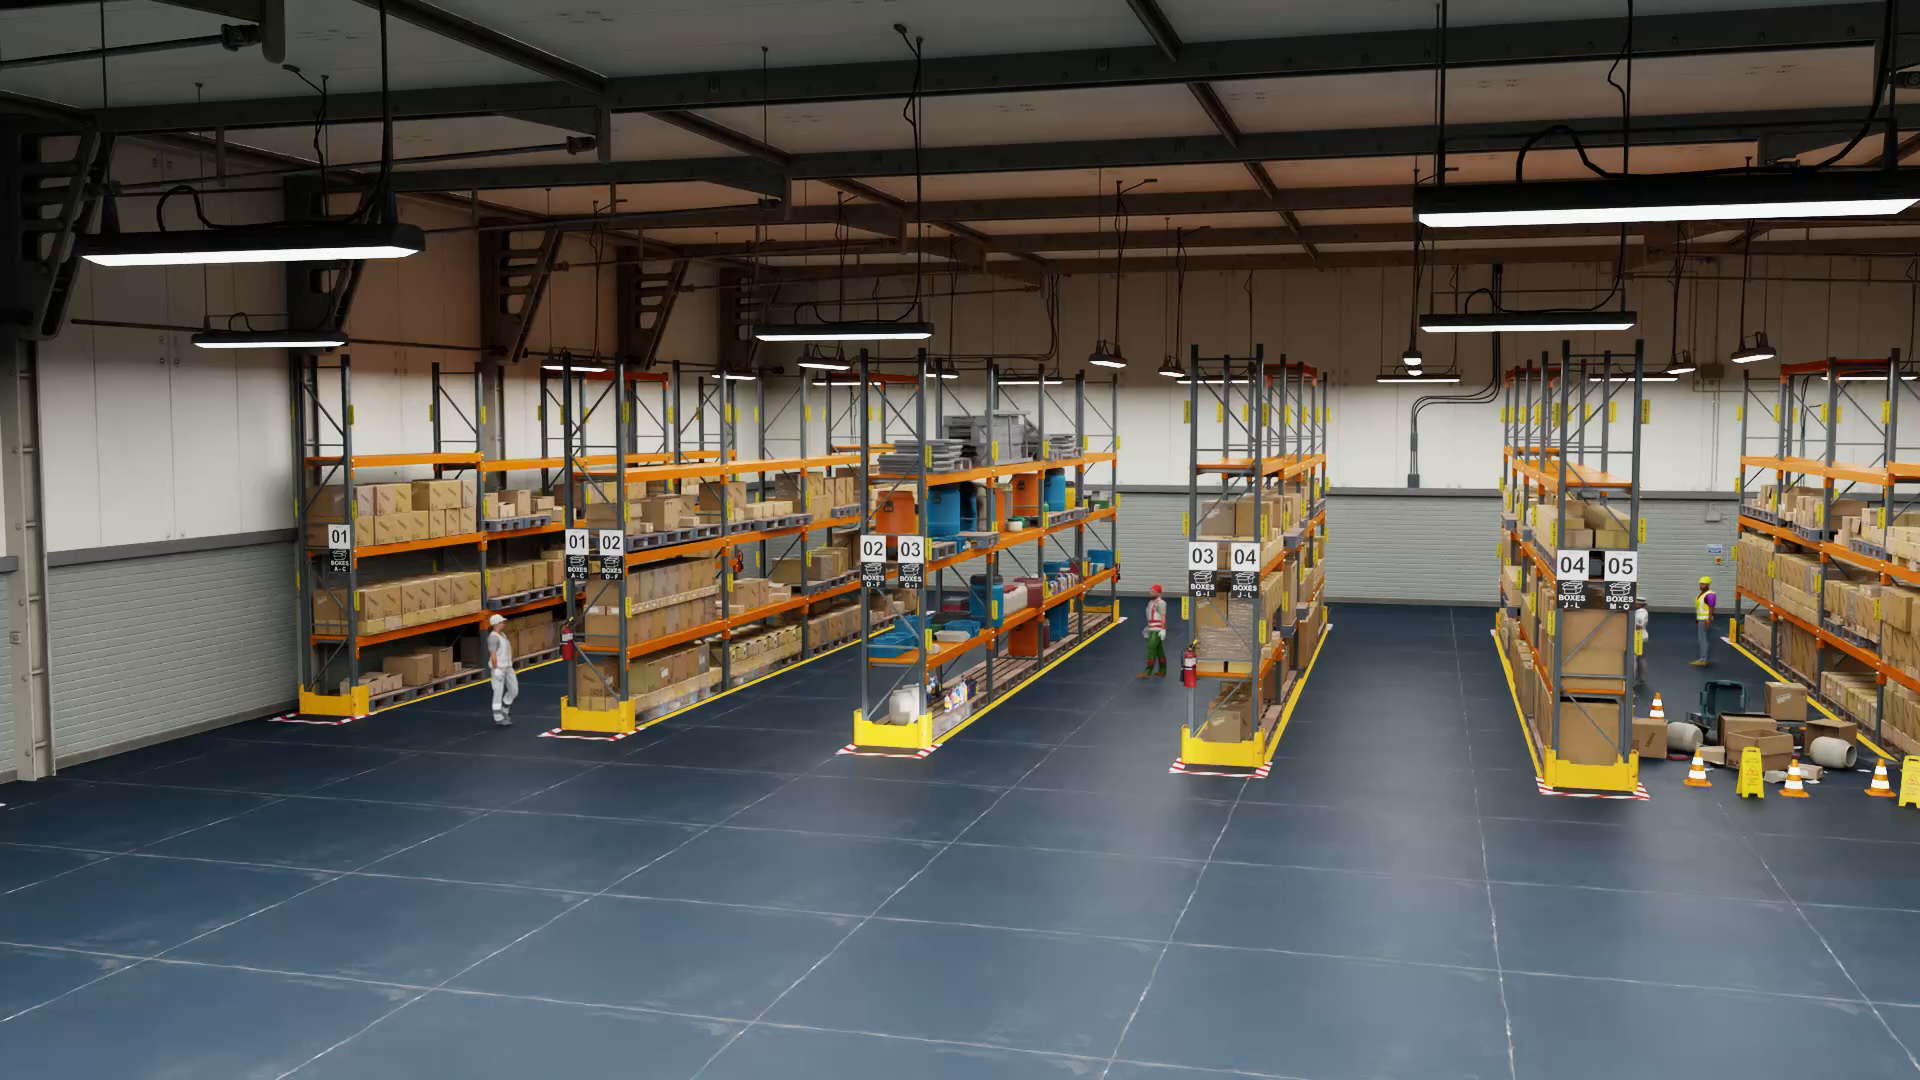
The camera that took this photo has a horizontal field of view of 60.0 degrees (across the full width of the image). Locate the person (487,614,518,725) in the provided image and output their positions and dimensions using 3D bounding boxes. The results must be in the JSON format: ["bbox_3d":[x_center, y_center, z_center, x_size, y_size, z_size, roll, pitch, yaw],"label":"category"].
[{"bbox_3d":[-7.435,2.096,26.982,0.459,1.791,0.594,2,5,21],"label":"person"}]

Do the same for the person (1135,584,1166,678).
[{"bbox_3d":[3.638,1.728,31.752,0.637,1.782,0.568,0,4,-1],"label":"person"}]

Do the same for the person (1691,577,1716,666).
[{"bbox_3d":[14.958,1.621,33.444,0.432,1.769,0.628,2,5,22],"label":"person"}]

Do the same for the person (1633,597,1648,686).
[{"bbox_3d":[12.492,1.876,30.753,0.418,1.673,0.533,4,6,41],"label":"person"}]
